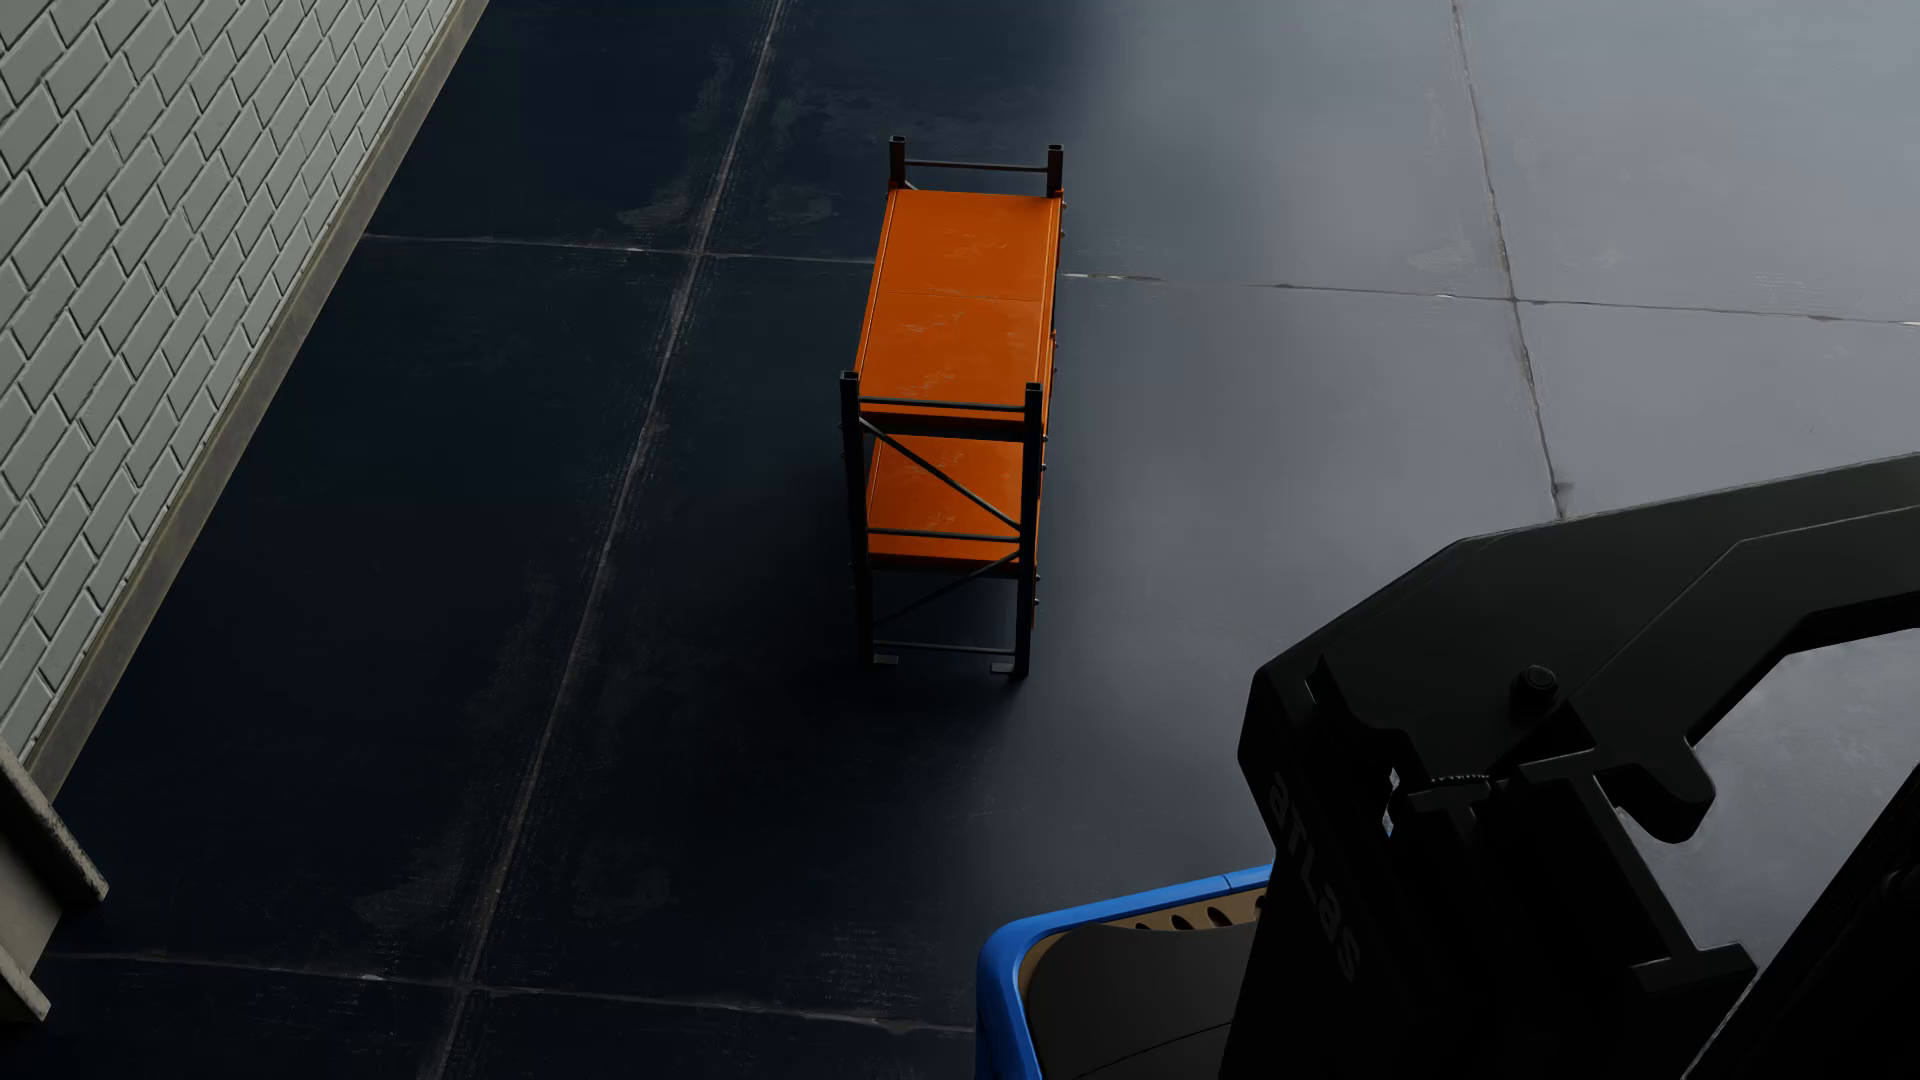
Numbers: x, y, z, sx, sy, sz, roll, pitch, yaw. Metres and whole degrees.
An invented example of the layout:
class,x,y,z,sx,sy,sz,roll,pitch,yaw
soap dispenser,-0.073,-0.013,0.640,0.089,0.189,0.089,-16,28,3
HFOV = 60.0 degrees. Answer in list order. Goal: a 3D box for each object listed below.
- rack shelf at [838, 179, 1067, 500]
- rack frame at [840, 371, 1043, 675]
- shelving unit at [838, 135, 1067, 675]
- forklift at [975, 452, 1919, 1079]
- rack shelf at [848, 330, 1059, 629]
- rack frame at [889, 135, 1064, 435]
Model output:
class,x,y,z,sx,sy,sz,roll,pitch,yaw
rack shelf,0.001,-0.582,4.623,0.538,0.278,1.000,4,48,4
rack frame,-0.046,-0.011,4.498,0.500,1.125,0.032,4,48,4
shelving unit,0.001,-0.385,4.839,0.538,1.125,1.048,4,48,4
forklift,0.864,1.442,1.945,1.130,2.935,3.031,-10,48,-9
rack shelf,0.001,-0.220,5.020,0.538,0.278,1.000,4,48,4
rack frame,0.047,-0.758,5.181,0.500,1.125,0.032,4,48,4
